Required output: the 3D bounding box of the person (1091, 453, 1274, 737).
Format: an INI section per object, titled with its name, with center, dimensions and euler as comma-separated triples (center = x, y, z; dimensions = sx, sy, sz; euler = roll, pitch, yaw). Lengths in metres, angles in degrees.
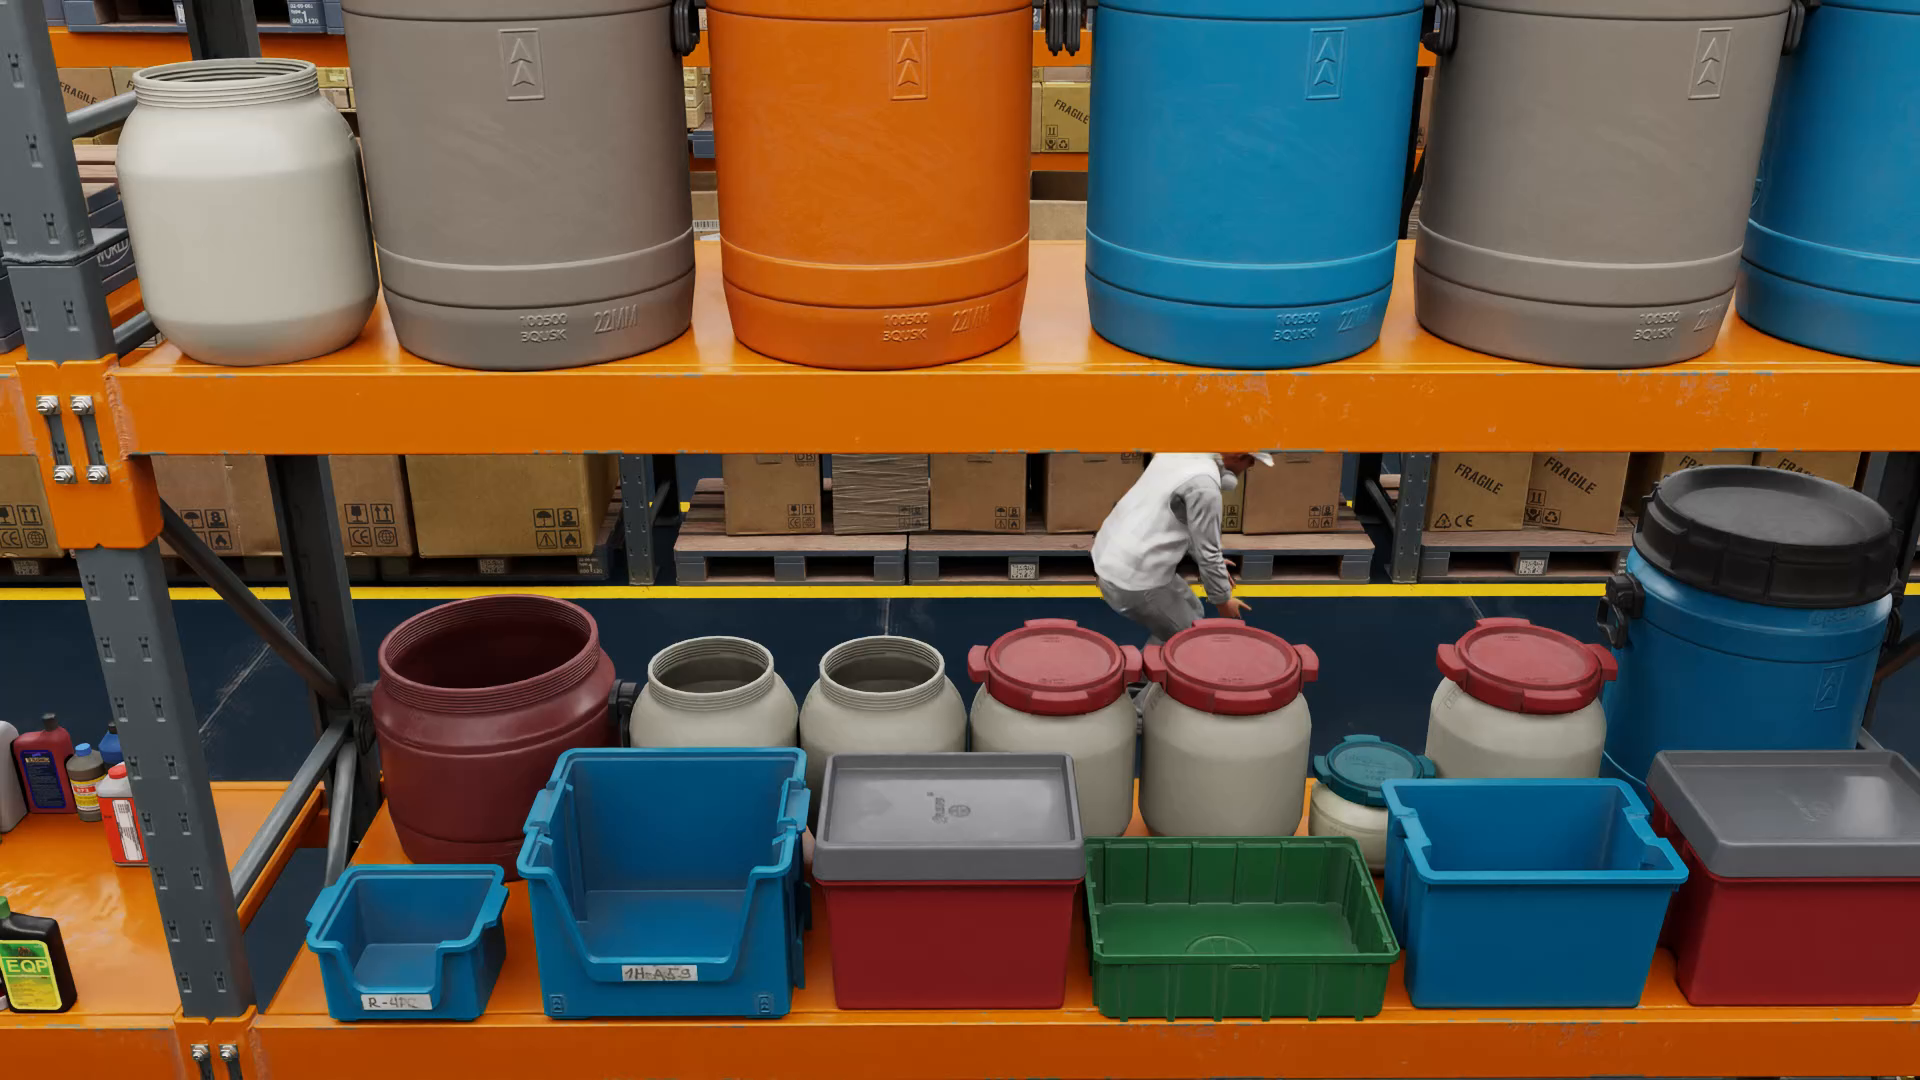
[person]
center = 0.945, 0.121, 7.204
dimensions = 0.753, 1.449, 0.591
euler = 0, 24, 0
